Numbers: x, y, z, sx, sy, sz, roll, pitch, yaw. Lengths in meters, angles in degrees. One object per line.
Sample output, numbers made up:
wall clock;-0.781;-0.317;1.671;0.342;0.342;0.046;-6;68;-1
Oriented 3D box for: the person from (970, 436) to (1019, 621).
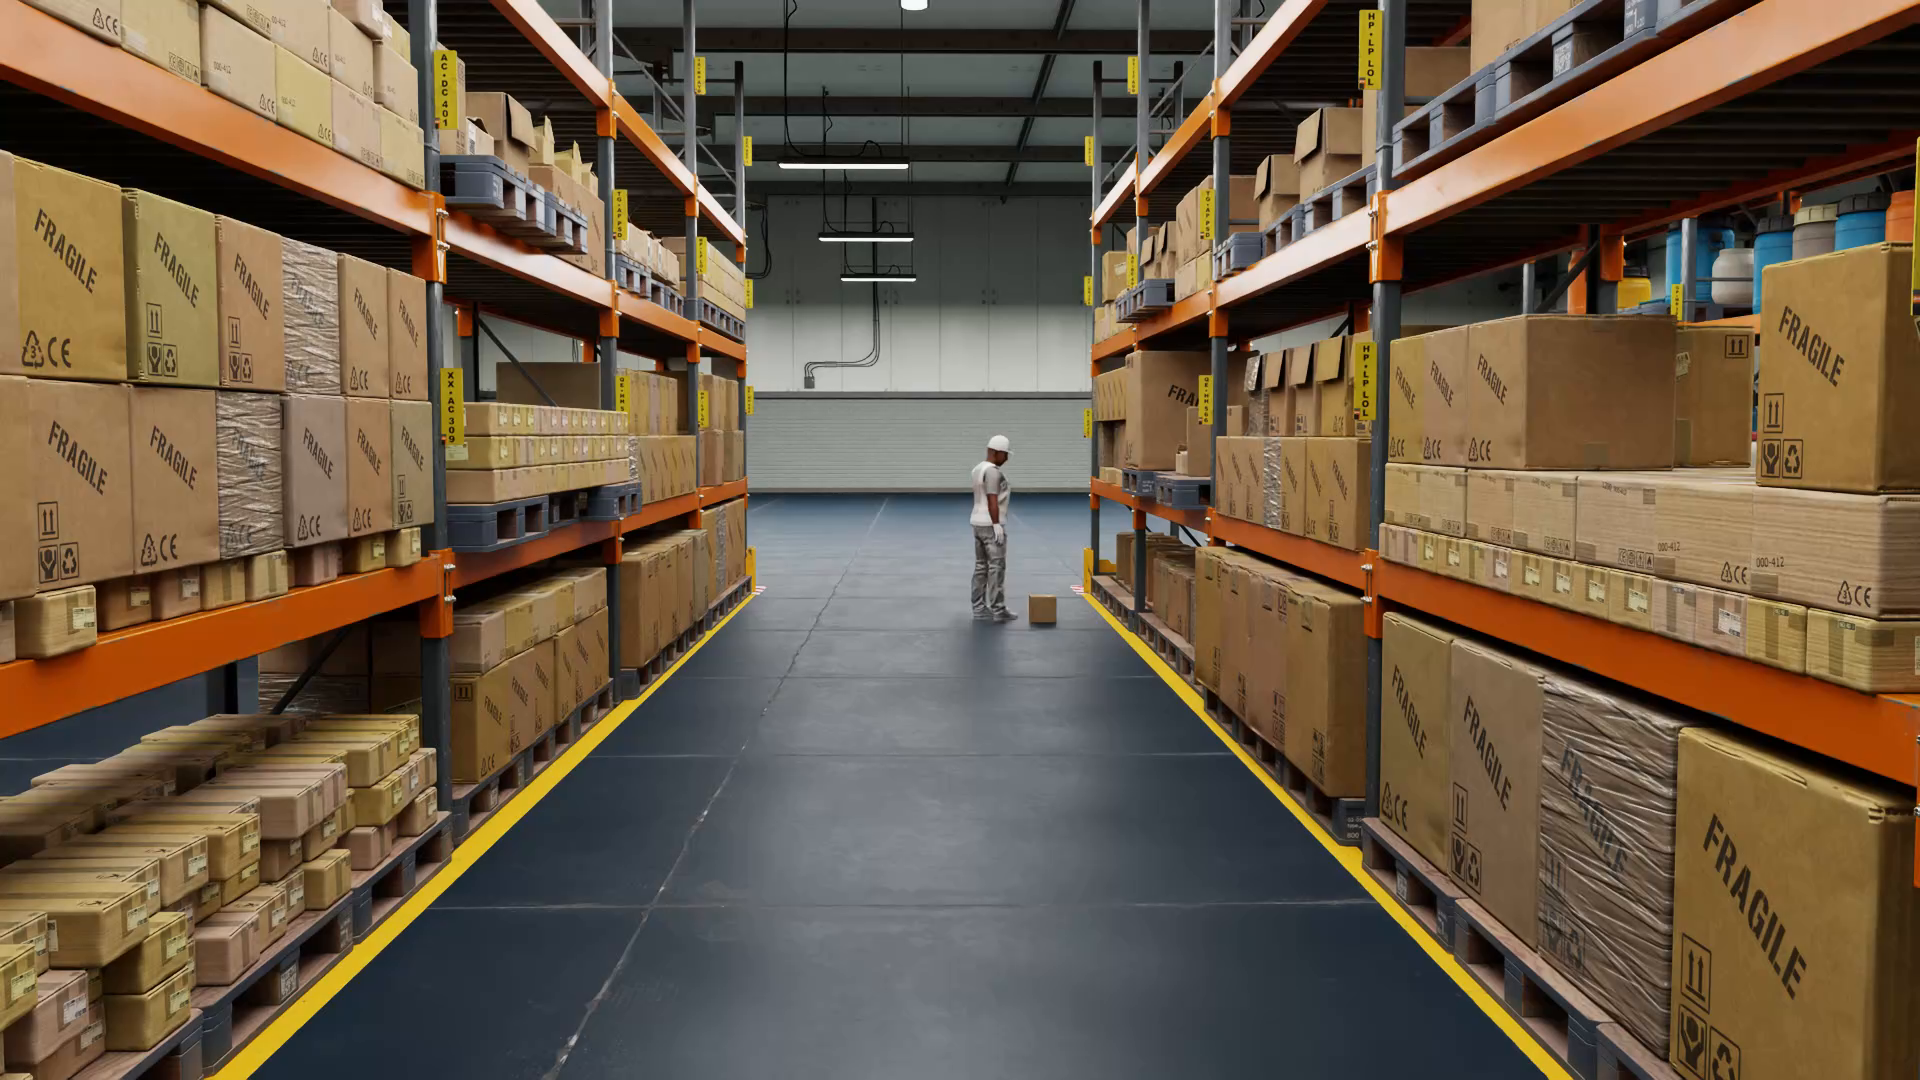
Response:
person;0.337;-0.120;16.086;0.454;1.777;0.594;-1;4;-15
